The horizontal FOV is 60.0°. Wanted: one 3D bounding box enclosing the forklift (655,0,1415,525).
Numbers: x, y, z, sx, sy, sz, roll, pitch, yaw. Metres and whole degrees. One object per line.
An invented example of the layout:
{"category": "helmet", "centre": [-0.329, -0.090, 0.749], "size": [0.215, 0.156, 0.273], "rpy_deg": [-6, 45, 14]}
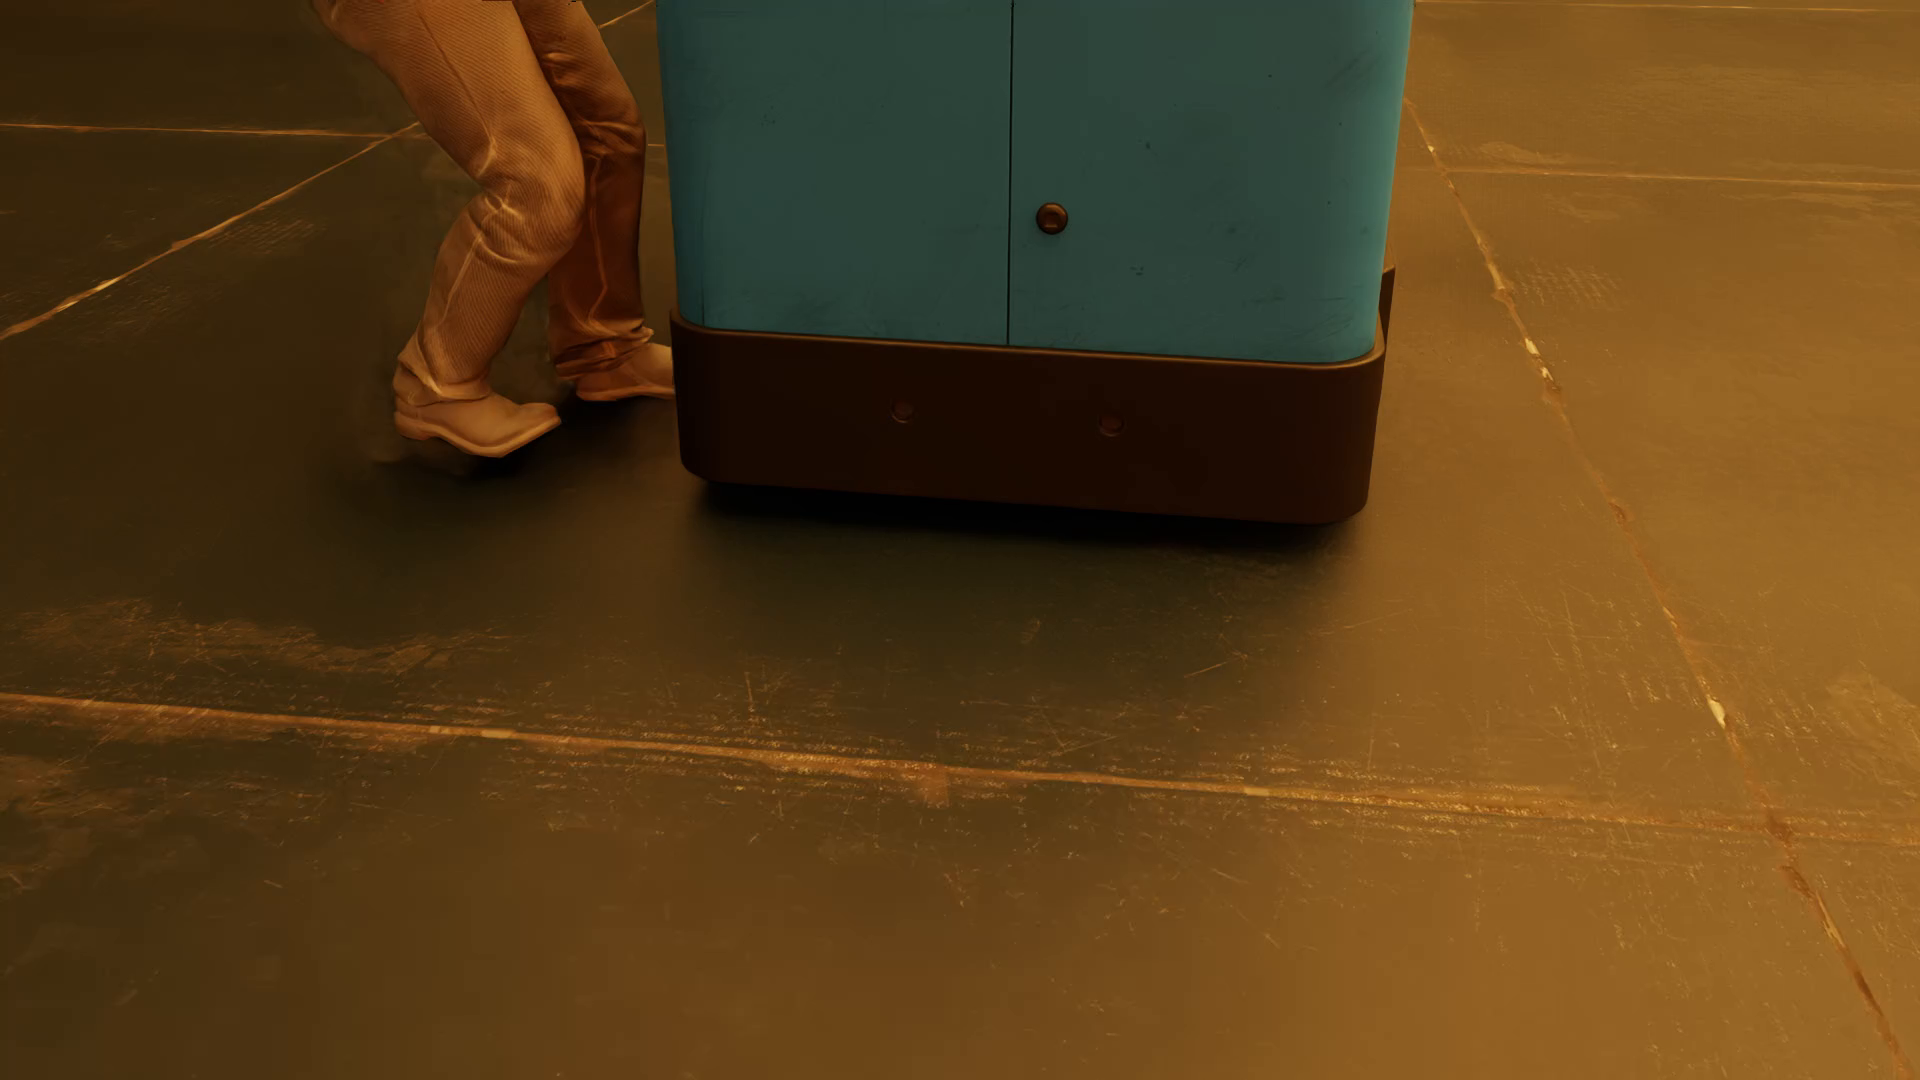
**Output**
{"category": "forklift", "centre": [0.320, -1.967, 3.159], "size": [1.130, 2.935, 3.031], "rpy_deg": [4, 27, 9]}

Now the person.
{"category": "person", "centre": [-0.716, -0.938, 2.485], "size": [0.577, 1.735, 0.873], "rpy_deg": [2, 27, 4]}
